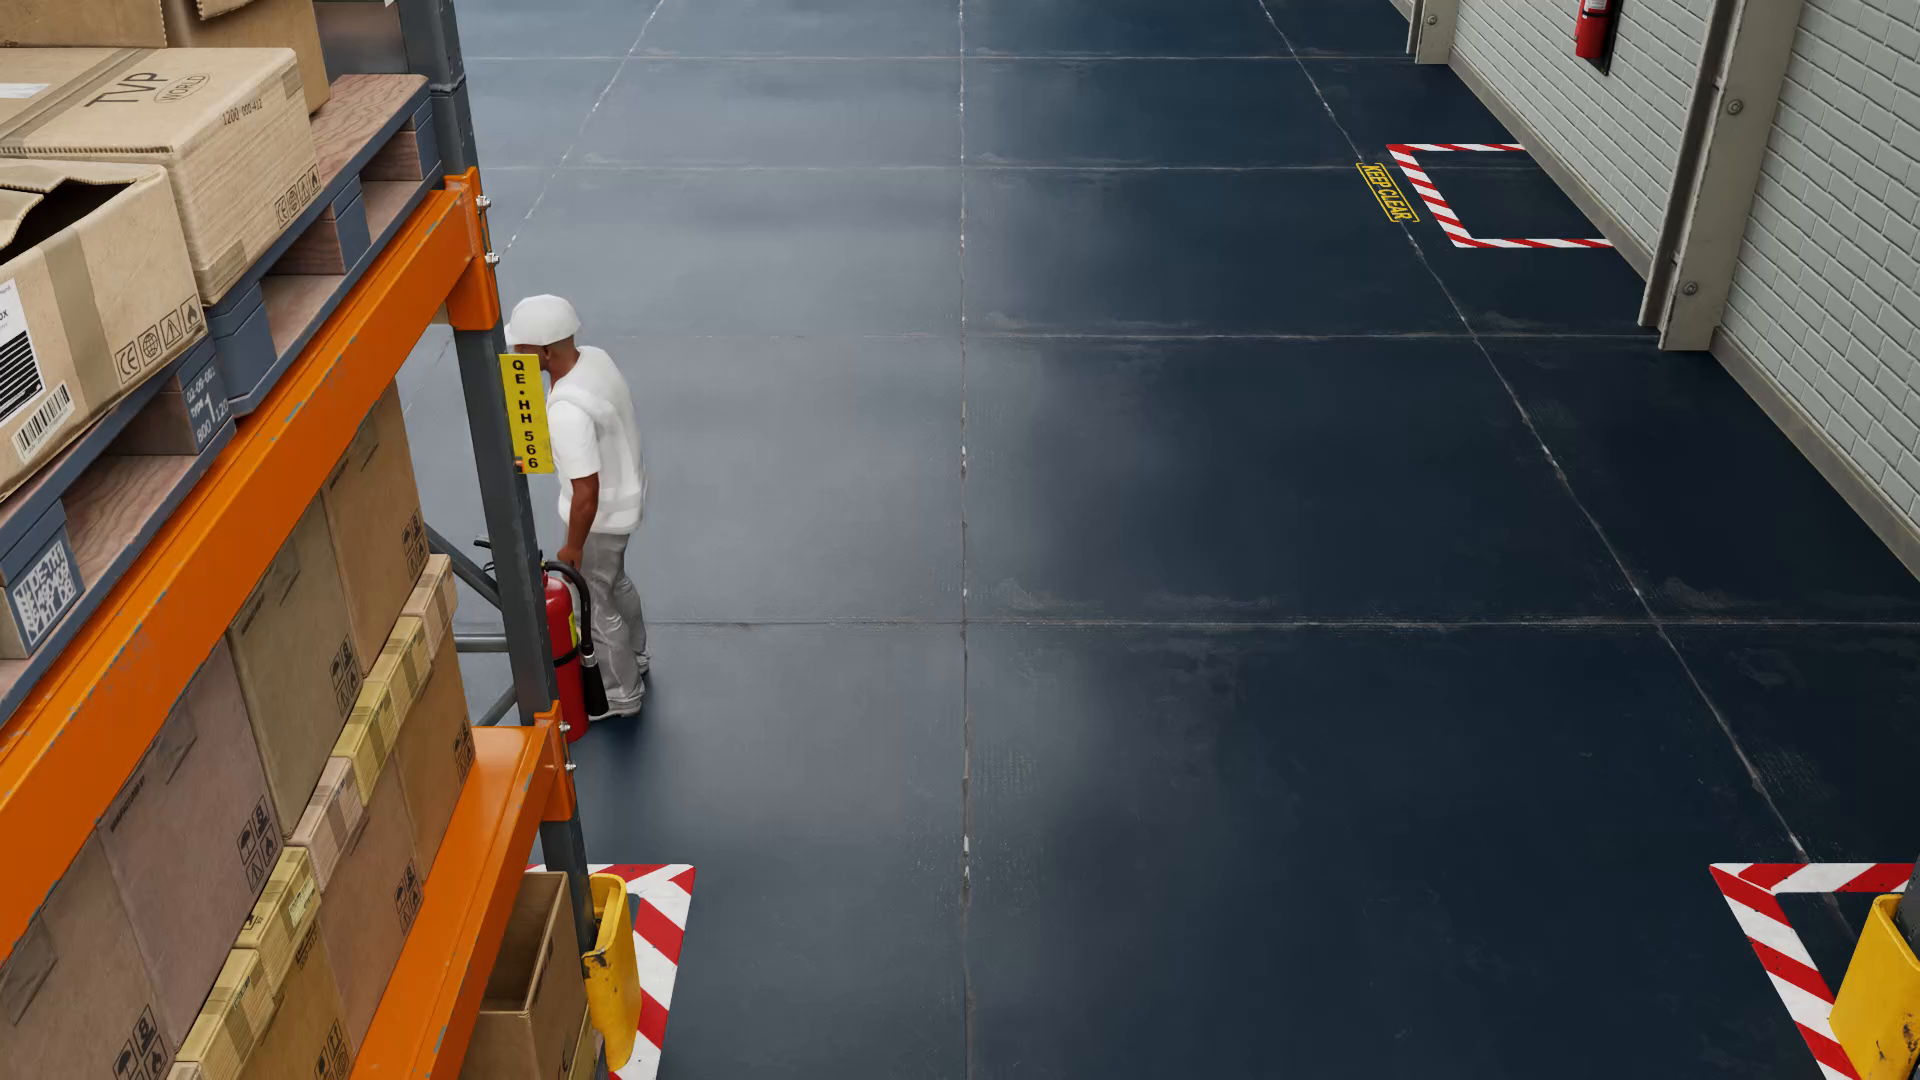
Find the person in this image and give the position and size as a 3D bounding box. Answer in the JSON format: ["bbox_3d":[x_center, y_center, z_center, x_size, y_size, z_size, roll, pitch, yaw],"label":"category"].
[{"bbox_3d":[-1.413,-0.120,6.313,0.457,1.761,0.638,-1,31,-2],"label":"person"}]
